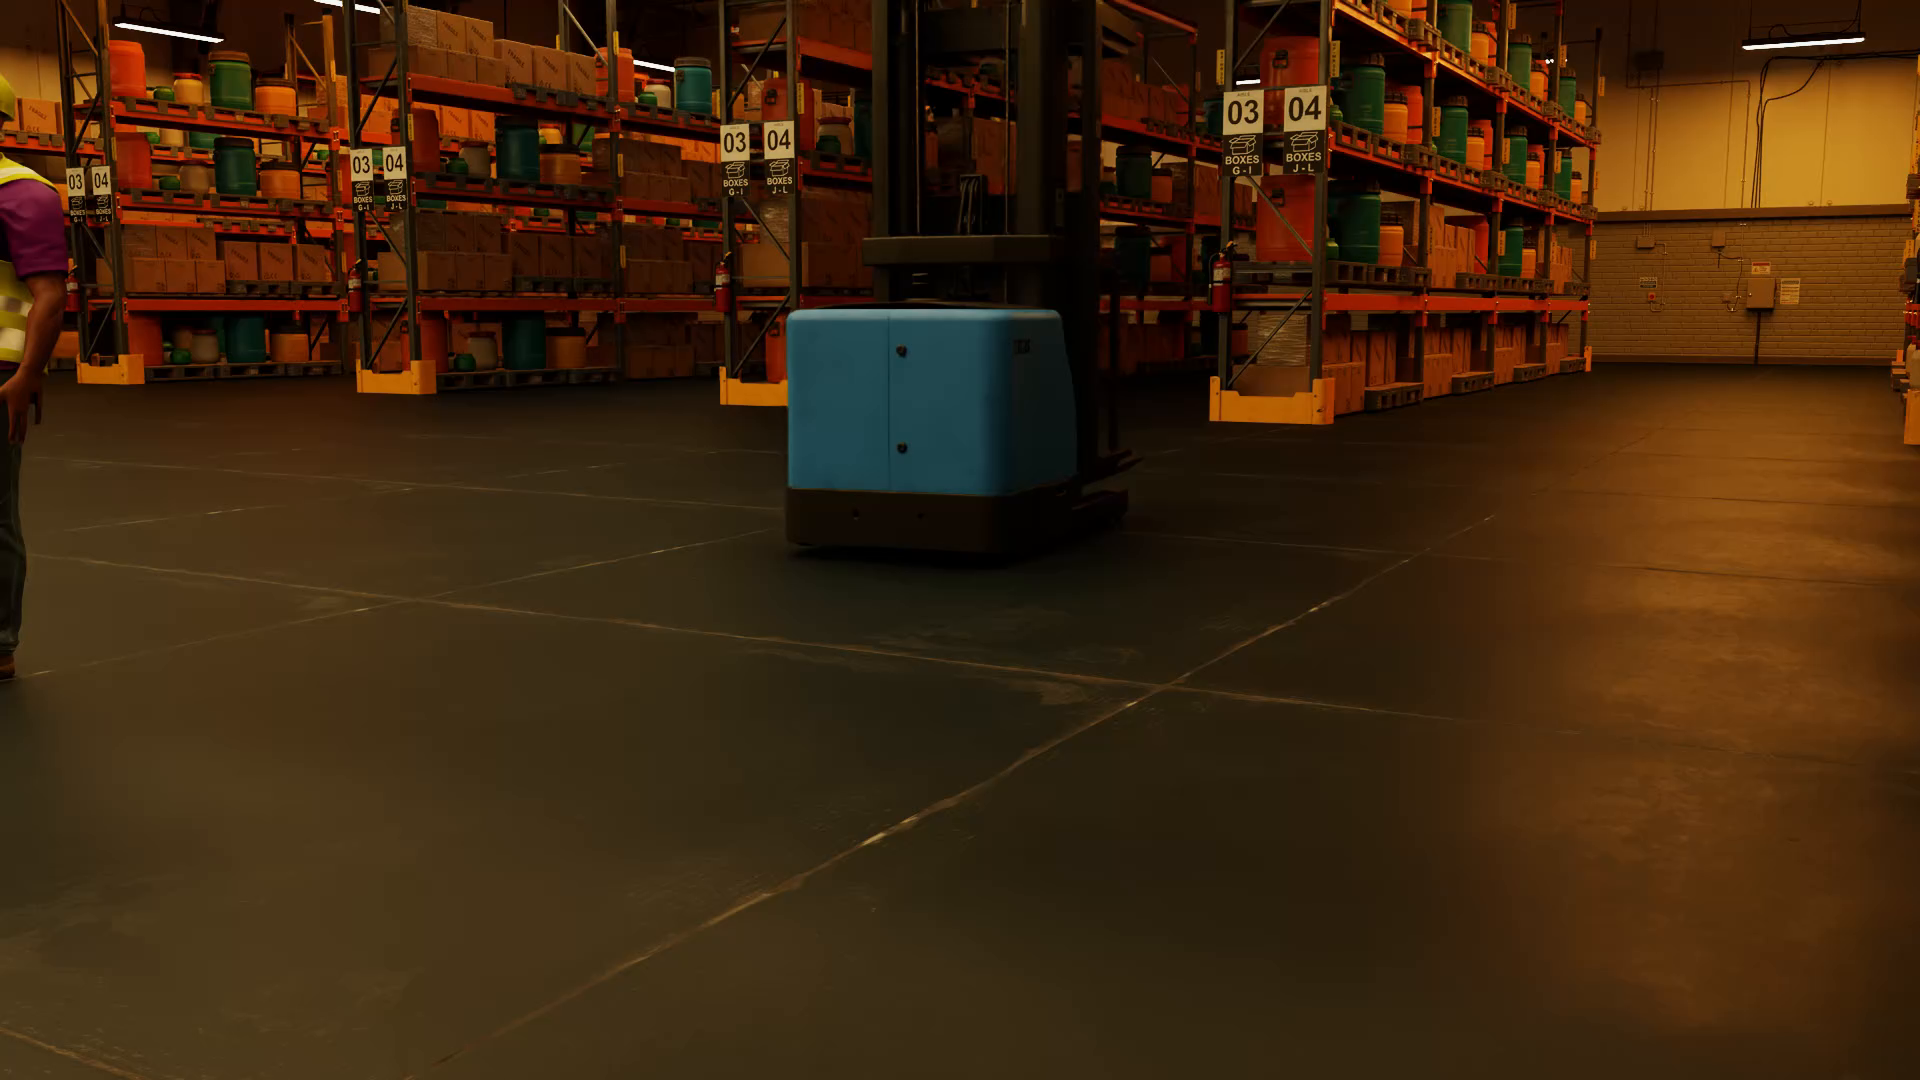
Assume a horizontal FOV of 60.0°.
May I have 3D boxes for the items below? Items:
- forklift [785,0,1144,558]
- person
[{"bbox_3d":[0.226,-1.540,8.251,1.130,2.935,3.031,3,8,20],"label":"forklift"},{"bbox_3d":[-2.878,-0.469,4.699,0.665,1.765,0.577,3,9,24],"label":"person"}]
